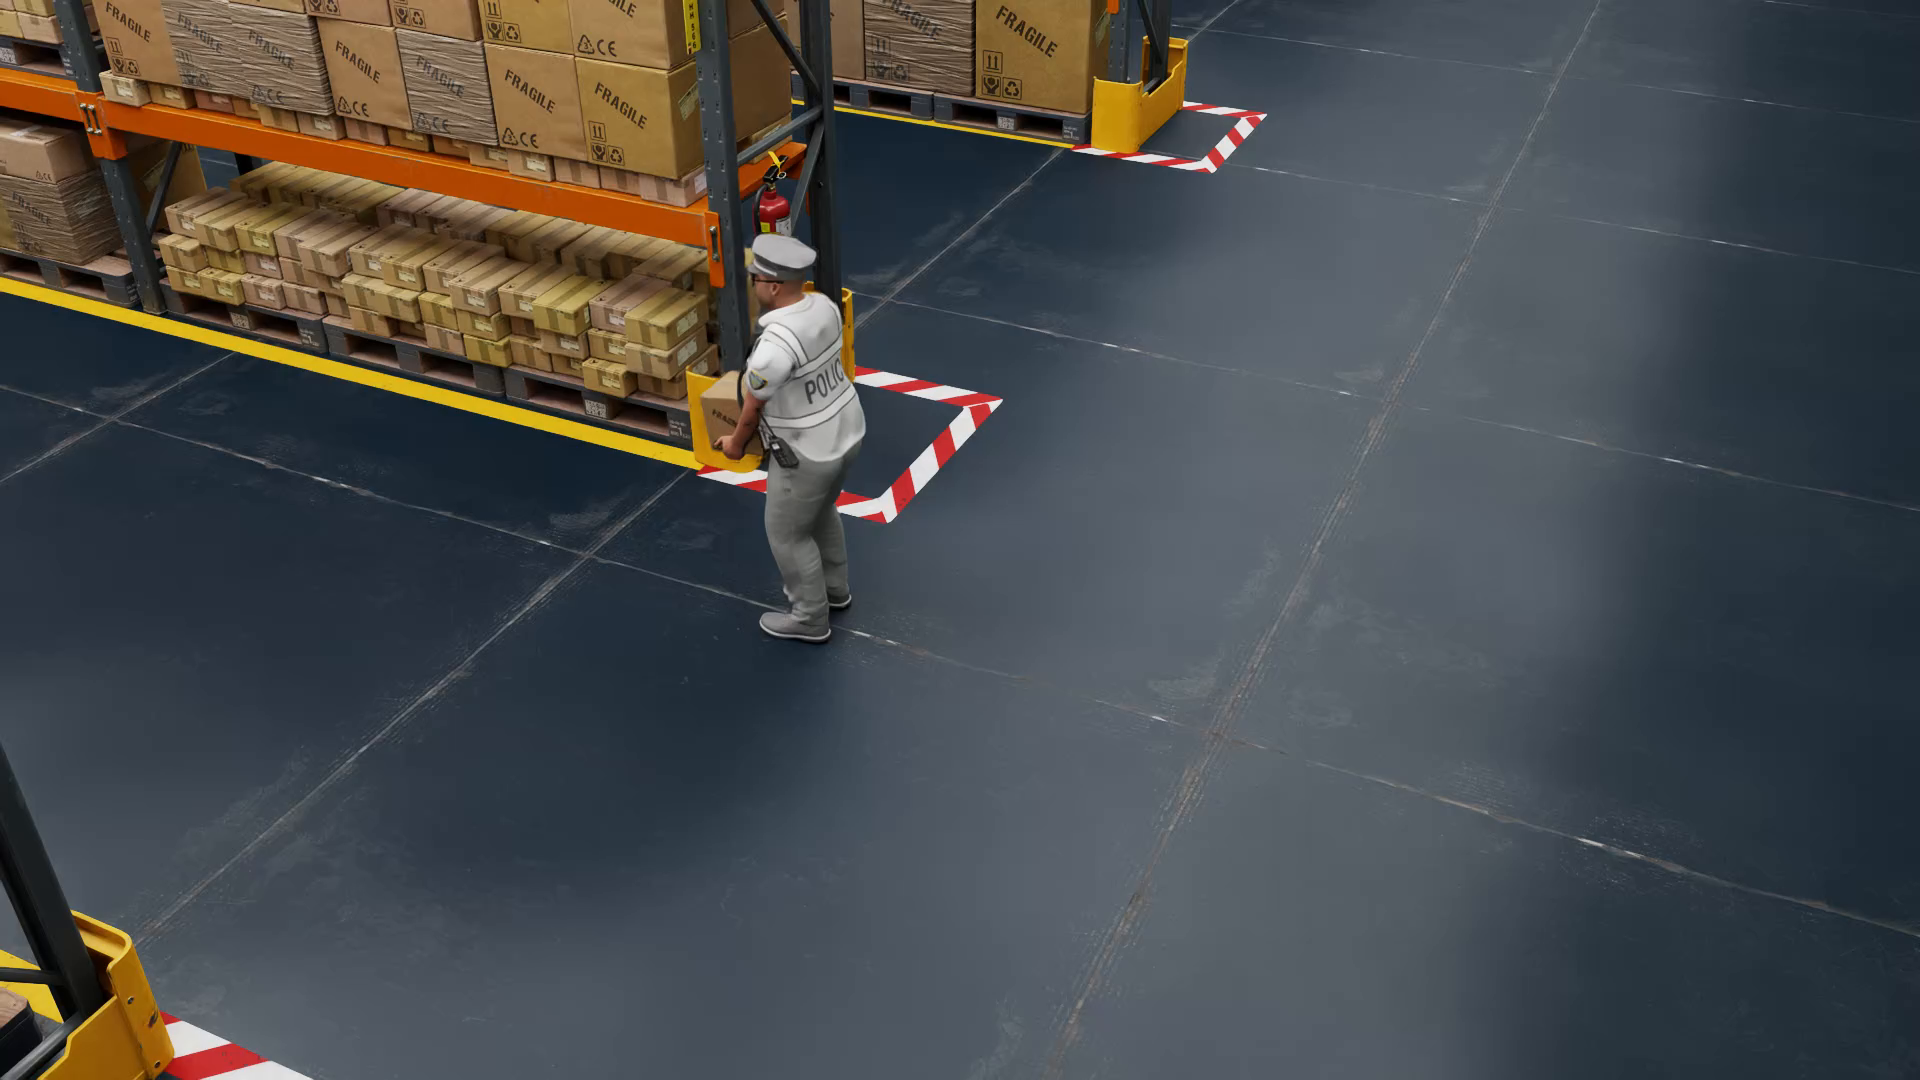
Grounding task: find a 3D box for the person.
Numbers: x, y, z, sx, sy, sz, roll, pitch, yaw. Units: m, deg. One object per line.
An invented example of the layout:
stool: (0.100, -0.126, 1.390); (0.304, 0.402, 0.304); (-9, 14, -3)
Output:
person: (-0.691, -0.402, 6.747); (0.581, 1.755, 0.489); (14, 36, 20)
